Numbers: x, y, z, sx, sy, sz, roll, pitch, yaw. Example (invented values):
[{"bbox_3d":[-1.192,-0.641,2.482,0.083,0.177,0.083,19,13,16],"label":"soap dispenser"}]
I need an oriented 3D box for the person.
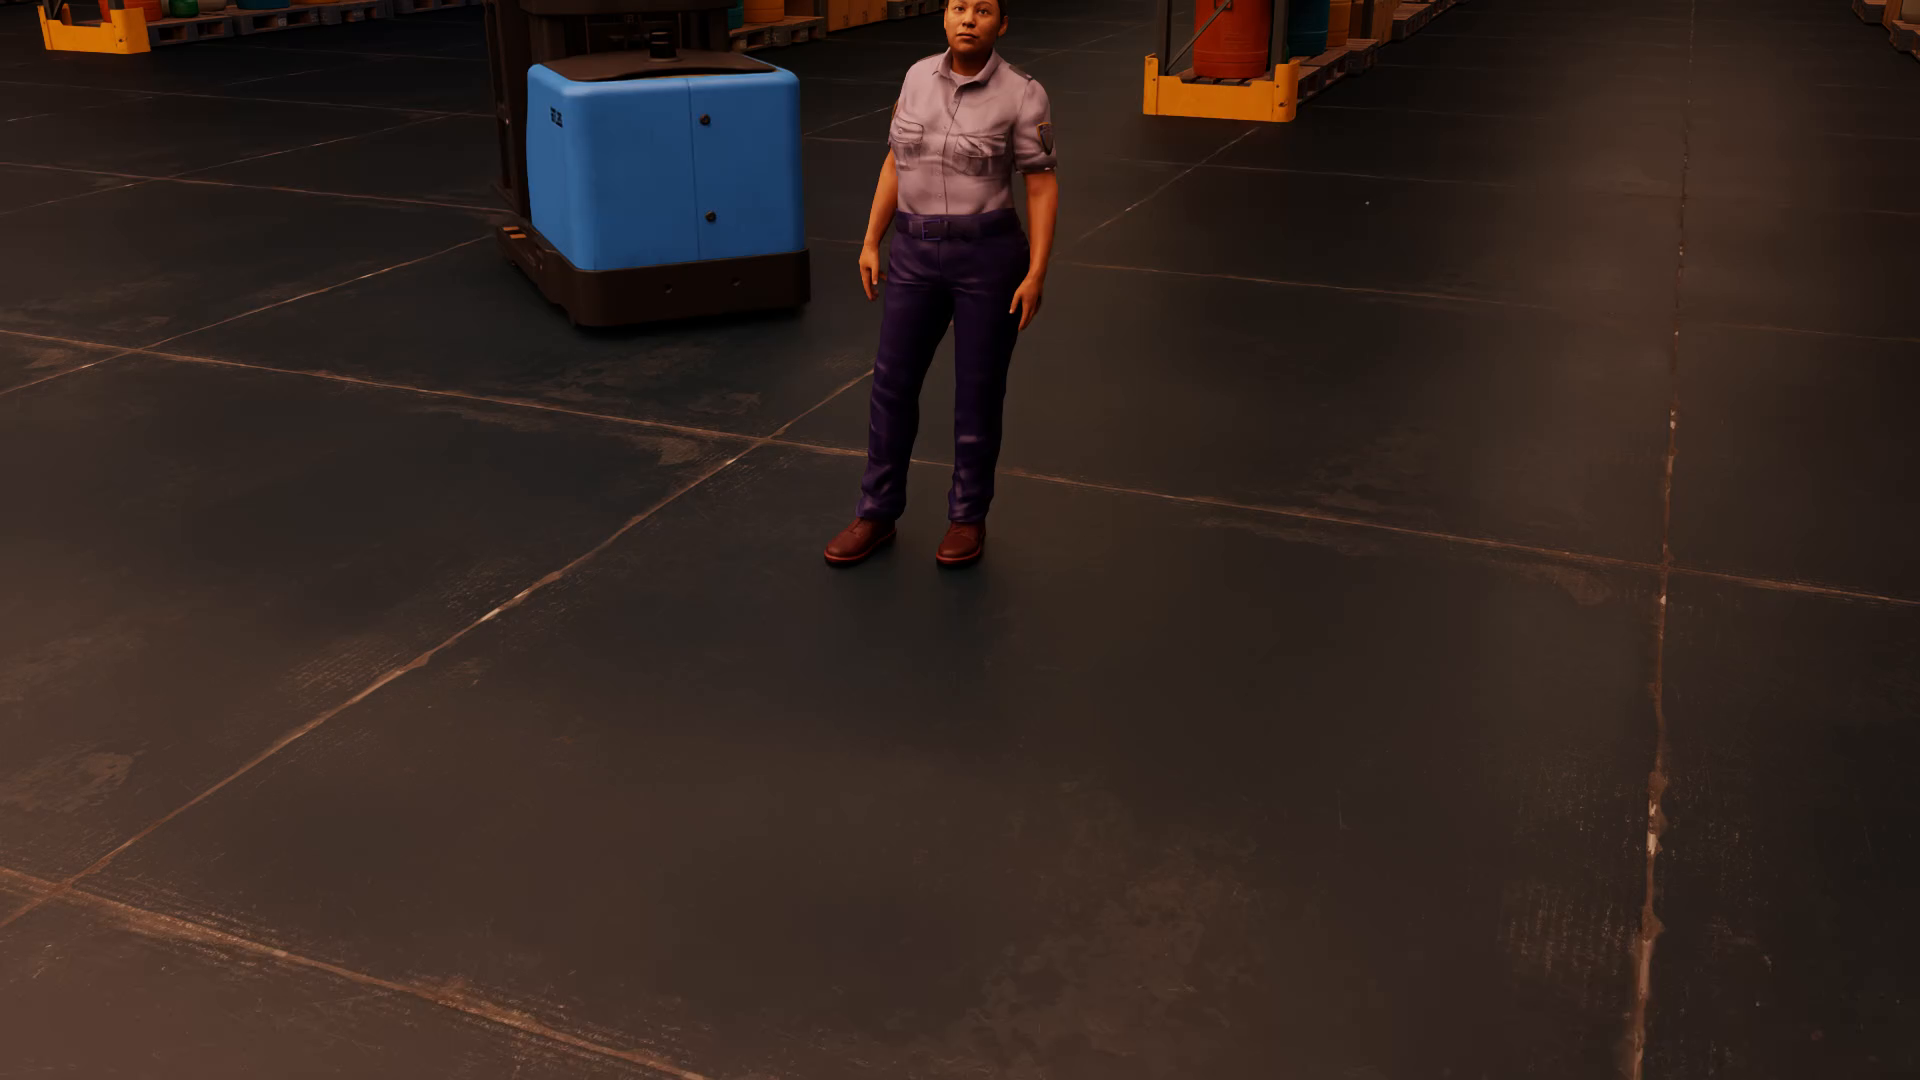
[{"bbox_3d":[-0.056,-0.738,4.704,0.598,1.651,0.502,9,24,21],"label":"person"}]

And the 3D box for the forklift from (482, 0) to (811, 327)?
[{"bbox_3d":[-1.739,-2.794,7.976,1.130,2.935,3.031,-10,25,-22],"label":"forklift"}]
